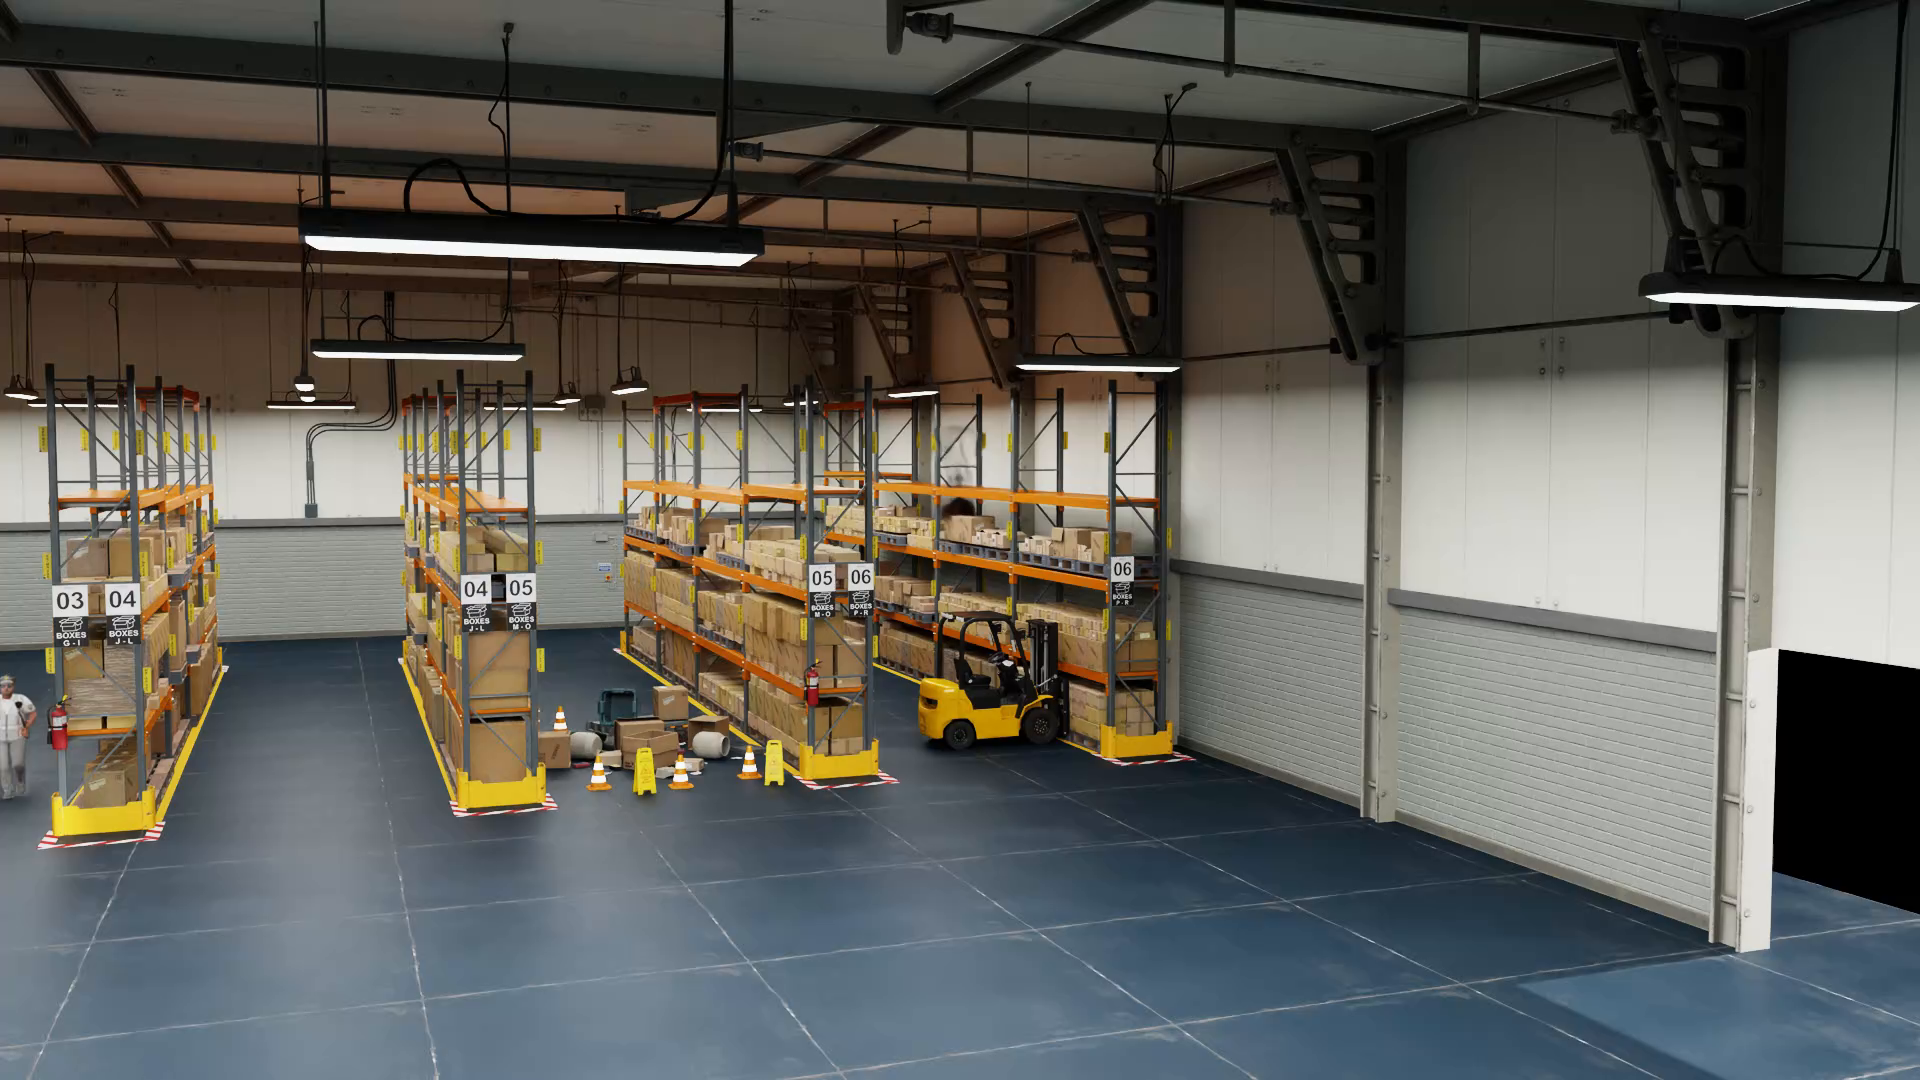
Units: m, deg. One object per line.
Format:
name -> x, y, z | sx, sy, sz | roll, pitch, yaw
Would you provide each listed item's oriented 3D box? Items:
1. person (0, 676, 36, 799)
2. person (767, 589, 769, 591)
person -> -13.324, 2.767, 23.296 | 0.654, 1.729, 0.609 | -1, 4, -24
person -> -4.514, 1.831, 39.025 | 0.743, 1.561, 0.582 | 3, 5, 45
